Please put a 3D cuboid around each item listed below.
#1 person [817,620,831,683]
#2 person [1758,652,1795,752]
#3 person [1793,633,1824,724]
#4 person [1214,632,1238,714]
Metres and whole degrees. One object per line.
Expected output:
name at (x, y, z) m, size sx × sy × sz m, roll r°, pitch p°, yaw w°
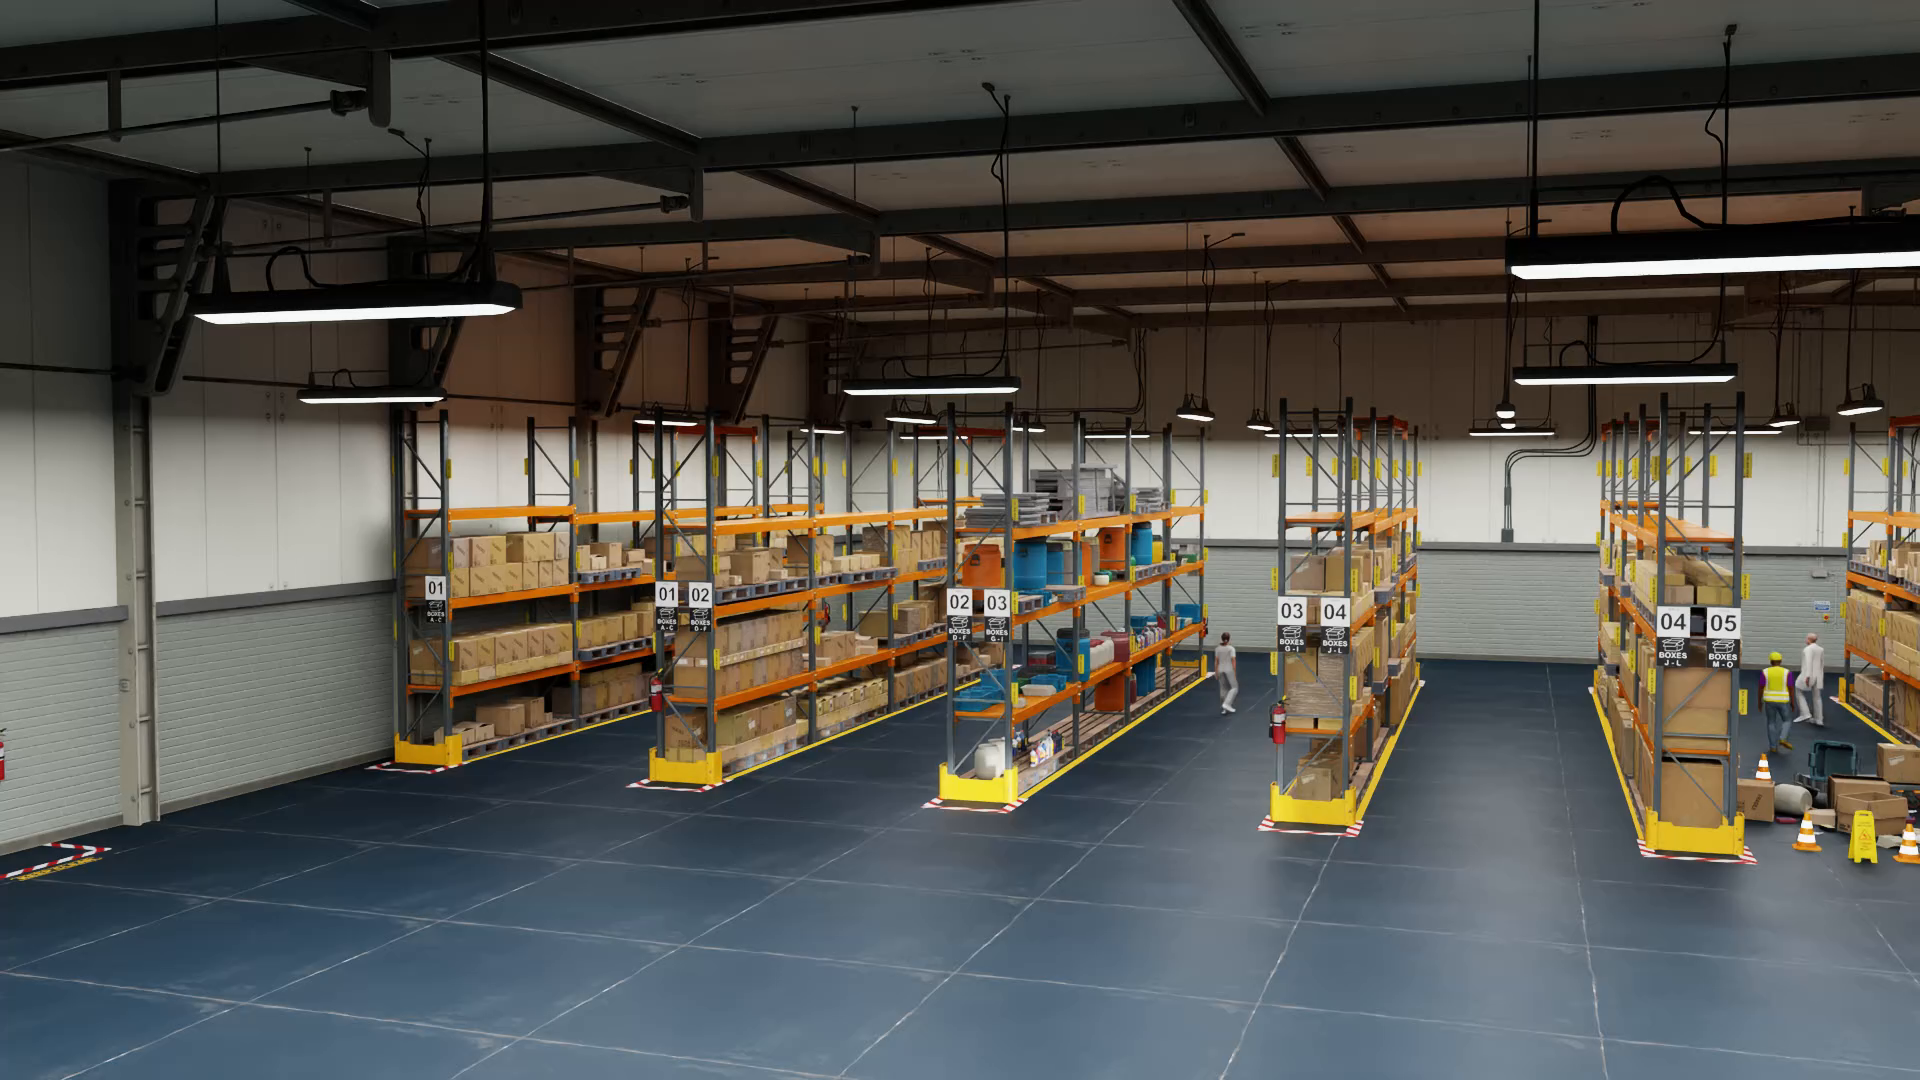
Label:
person at (-3.018, 2.595, 36.989) m, size 0.562 × 1.667 × 0.513 m, roll 0°, pitch 2°, yaw 11°
person at (14.408, 2.864, 29.356) m, size 0.597 × 1.767 × 0.518 m, roll 1°, pitch 3°, yaw 25°
person at (16.724, 2.720, 32.572) m, size 0.582 × 1.790 × 0.583 m, roll 0°, pitch 2°, yaw -7°
person at (5.421, 2.727, 33.924) m, size 0.502 × 1.652 × 0.524 m, roll 1°, pitch 3°, yaw 29°
